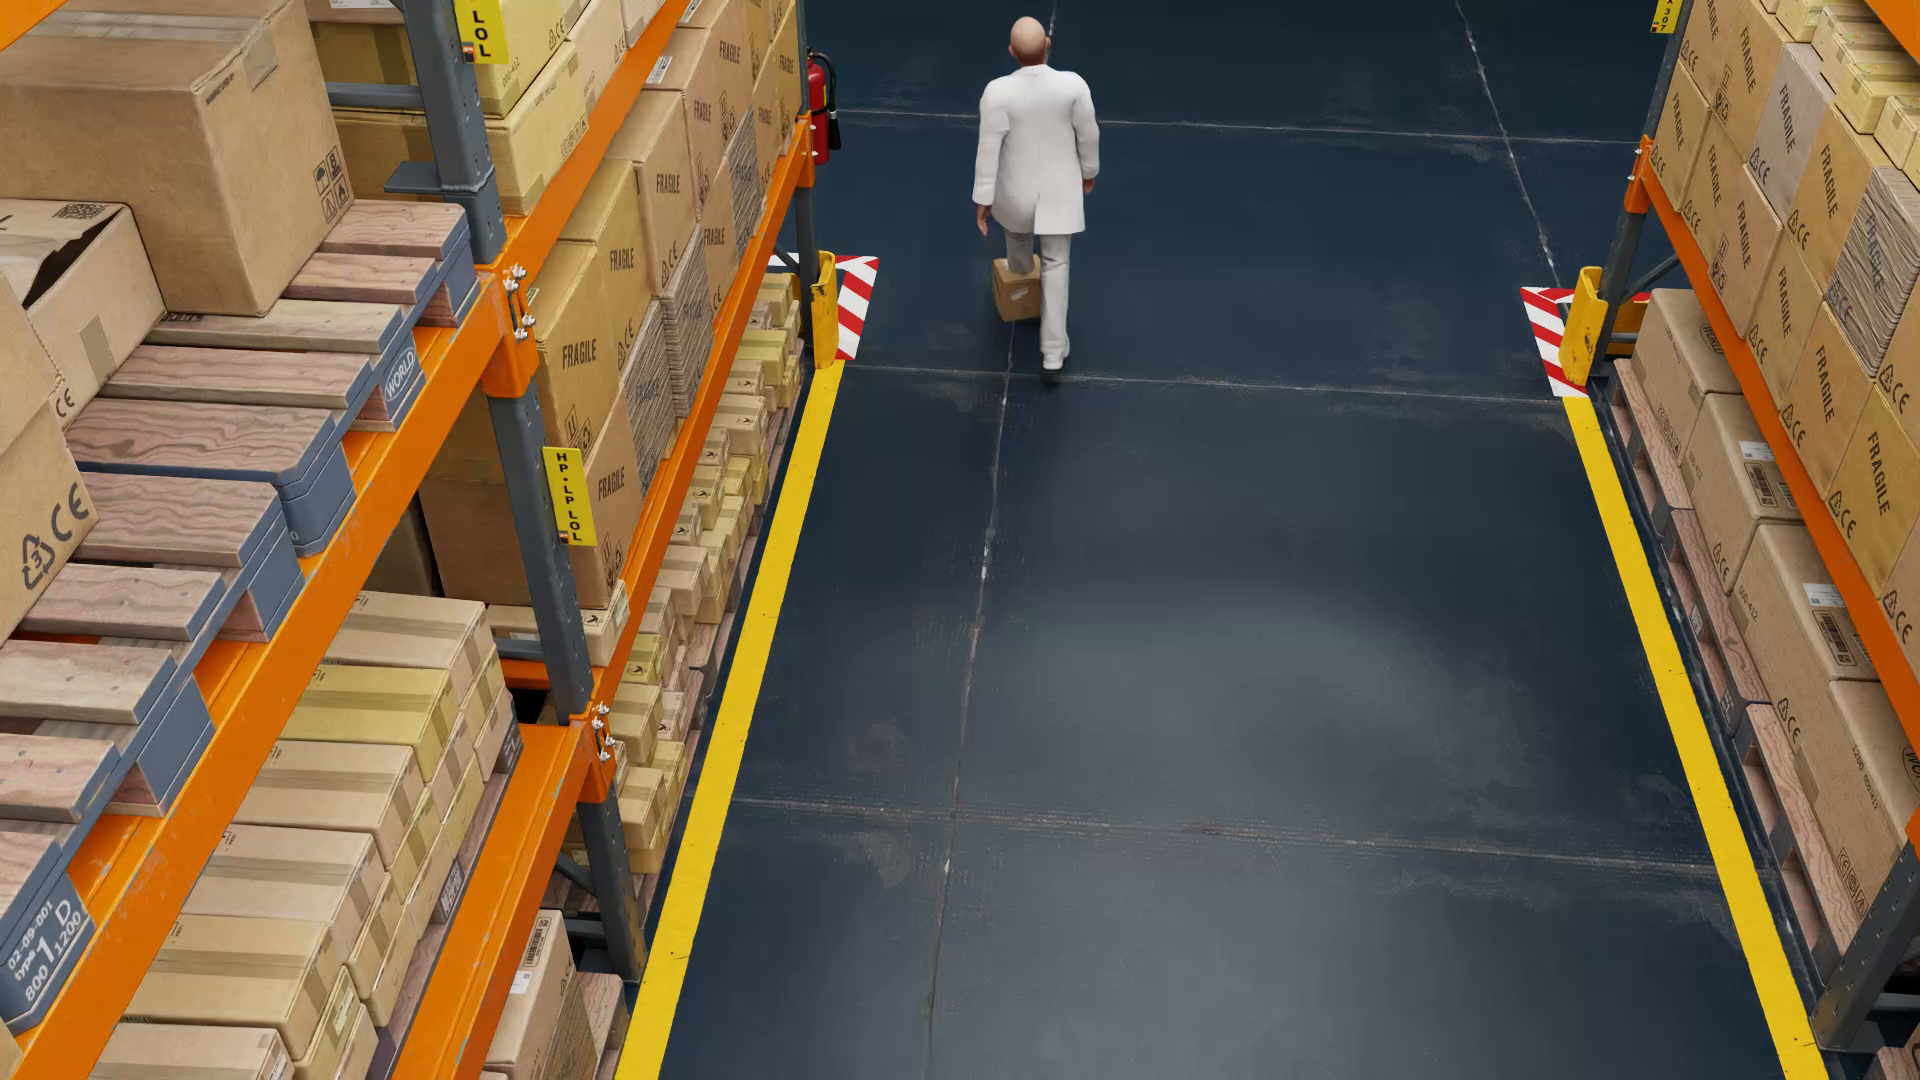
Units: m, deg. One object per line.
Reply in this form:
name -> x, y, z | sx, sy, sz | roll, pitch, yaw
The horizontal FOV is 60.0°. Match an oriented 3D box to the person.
person -> 0.381, -1.811, 8.364 | 0.643, 1.724, 1.130 | 0, 40, 0
